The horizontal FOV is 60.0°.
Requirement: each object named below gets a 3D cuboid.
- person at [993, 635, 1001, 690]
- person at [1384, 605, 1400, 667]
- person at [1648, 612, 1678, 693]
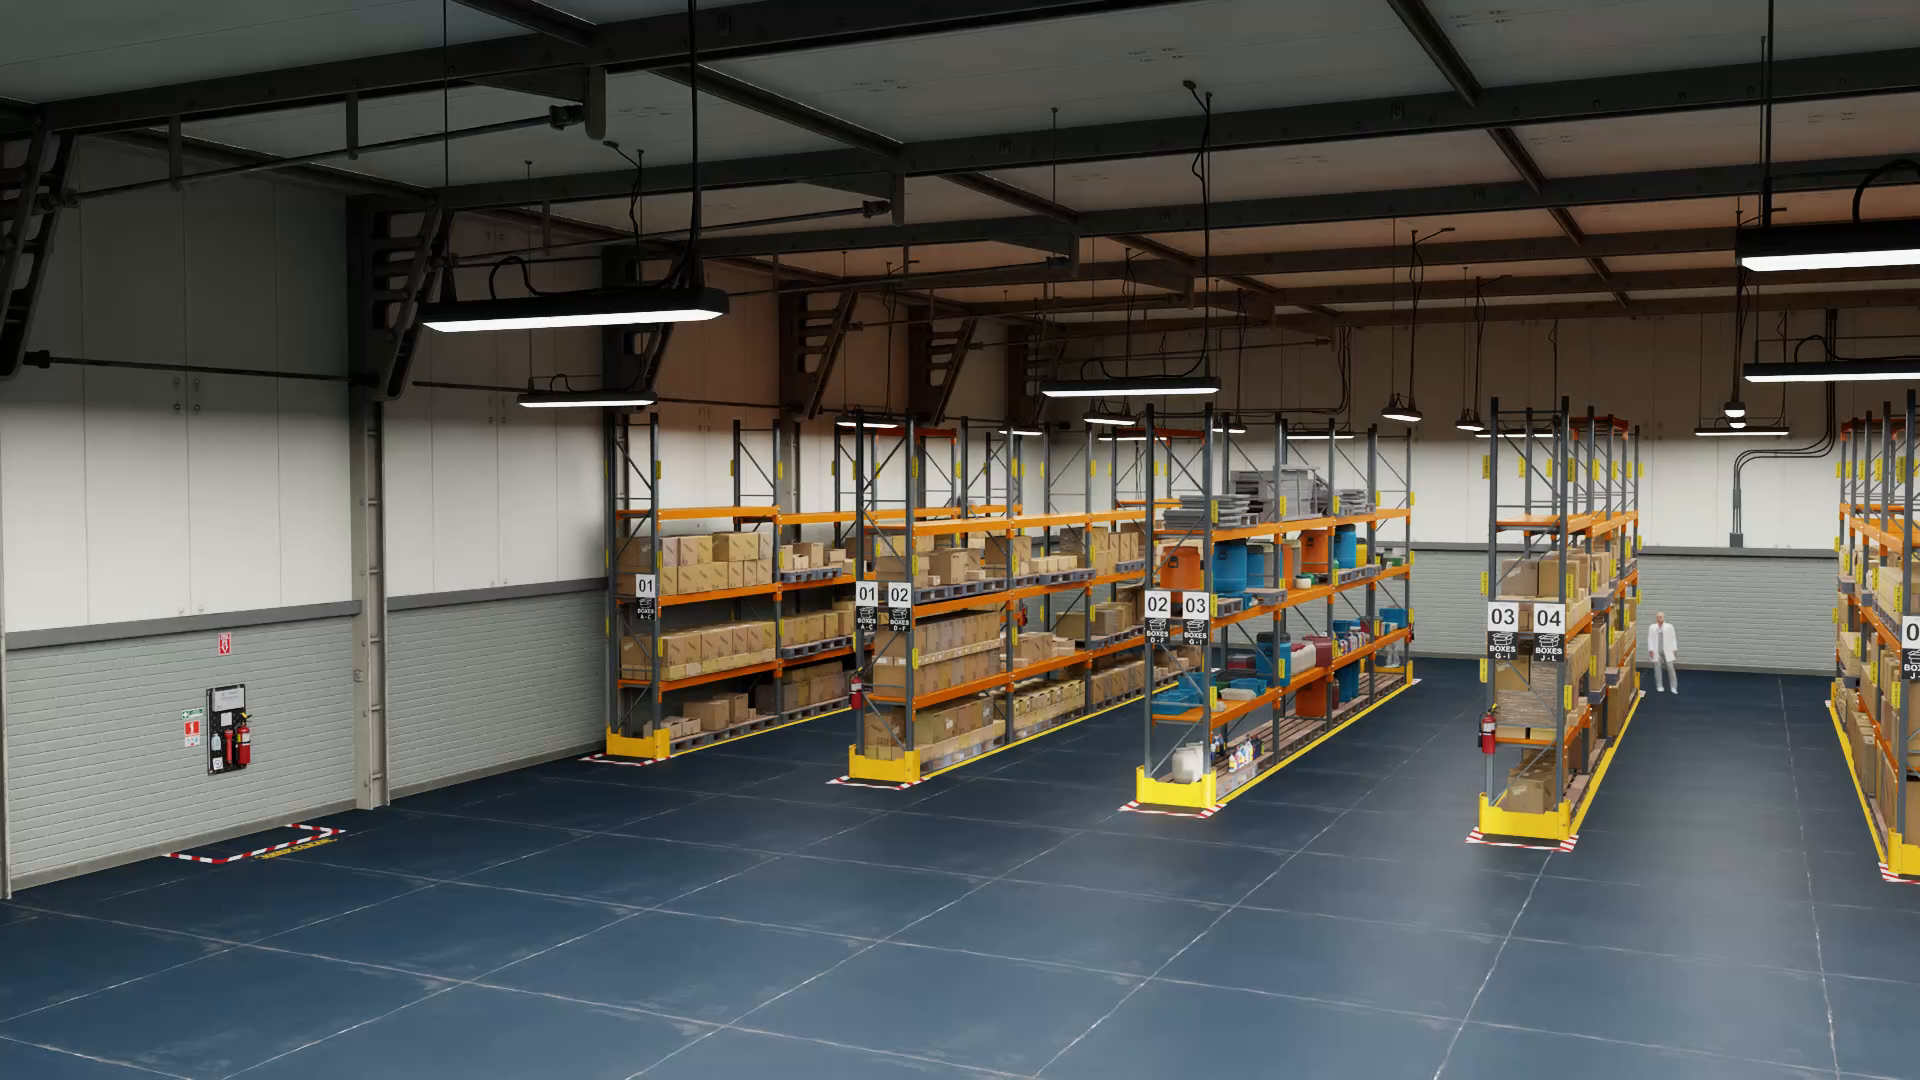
[{"bbox_3d":[0.753,2.638,36.499,0.370,1.664,0.550,0,2,6],"label":"person"},{"bbox_3d":[10.847,2.460,41.941,0.589,1.646,0.423,-1,3,-19],"label":"person"},{"bbox_3d":[15.871,2.534,37.547,0.677,1.791,0.475,2,3,33],"label":"person"}]
